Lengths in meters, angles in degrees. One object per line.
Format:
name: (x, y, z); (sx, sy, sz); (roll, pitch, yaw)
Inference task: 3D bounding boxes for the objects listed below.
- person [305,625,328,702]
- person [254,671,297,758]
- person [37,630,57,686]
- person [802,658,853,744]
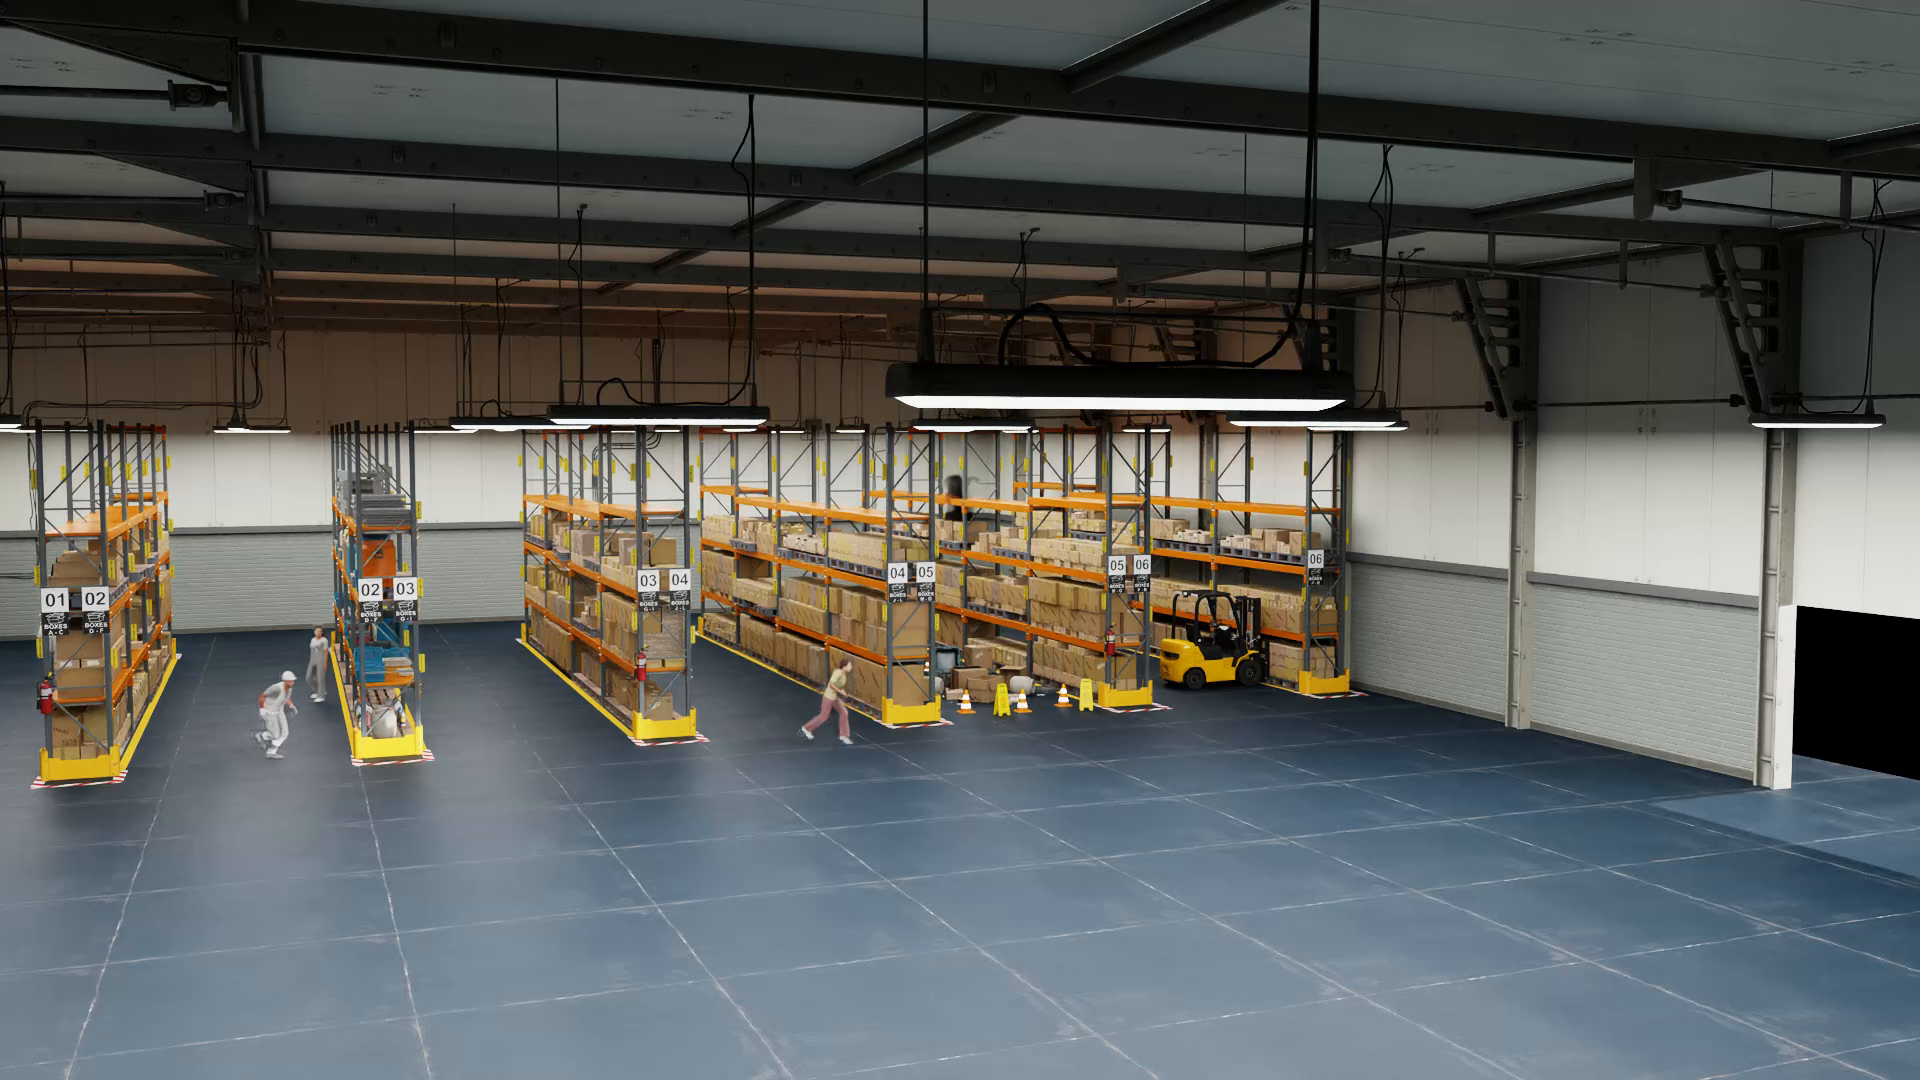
person: (-13.795, 2.648, 35.762); (0.546, 1.661, 0.451); (1, 4, 16)
person: (-12.159, 3.102, 29.474); (0.969, 1.575, 0.678); (1, 4, 21)
person: (-20.824, 2.542, 38.147); (0.599, 1.609, 0.581); (-2, 4, -30)
person: (-2.469, 3.006, 31.019); (1.003, 1.625, 0.615); (0, 4, 7)
